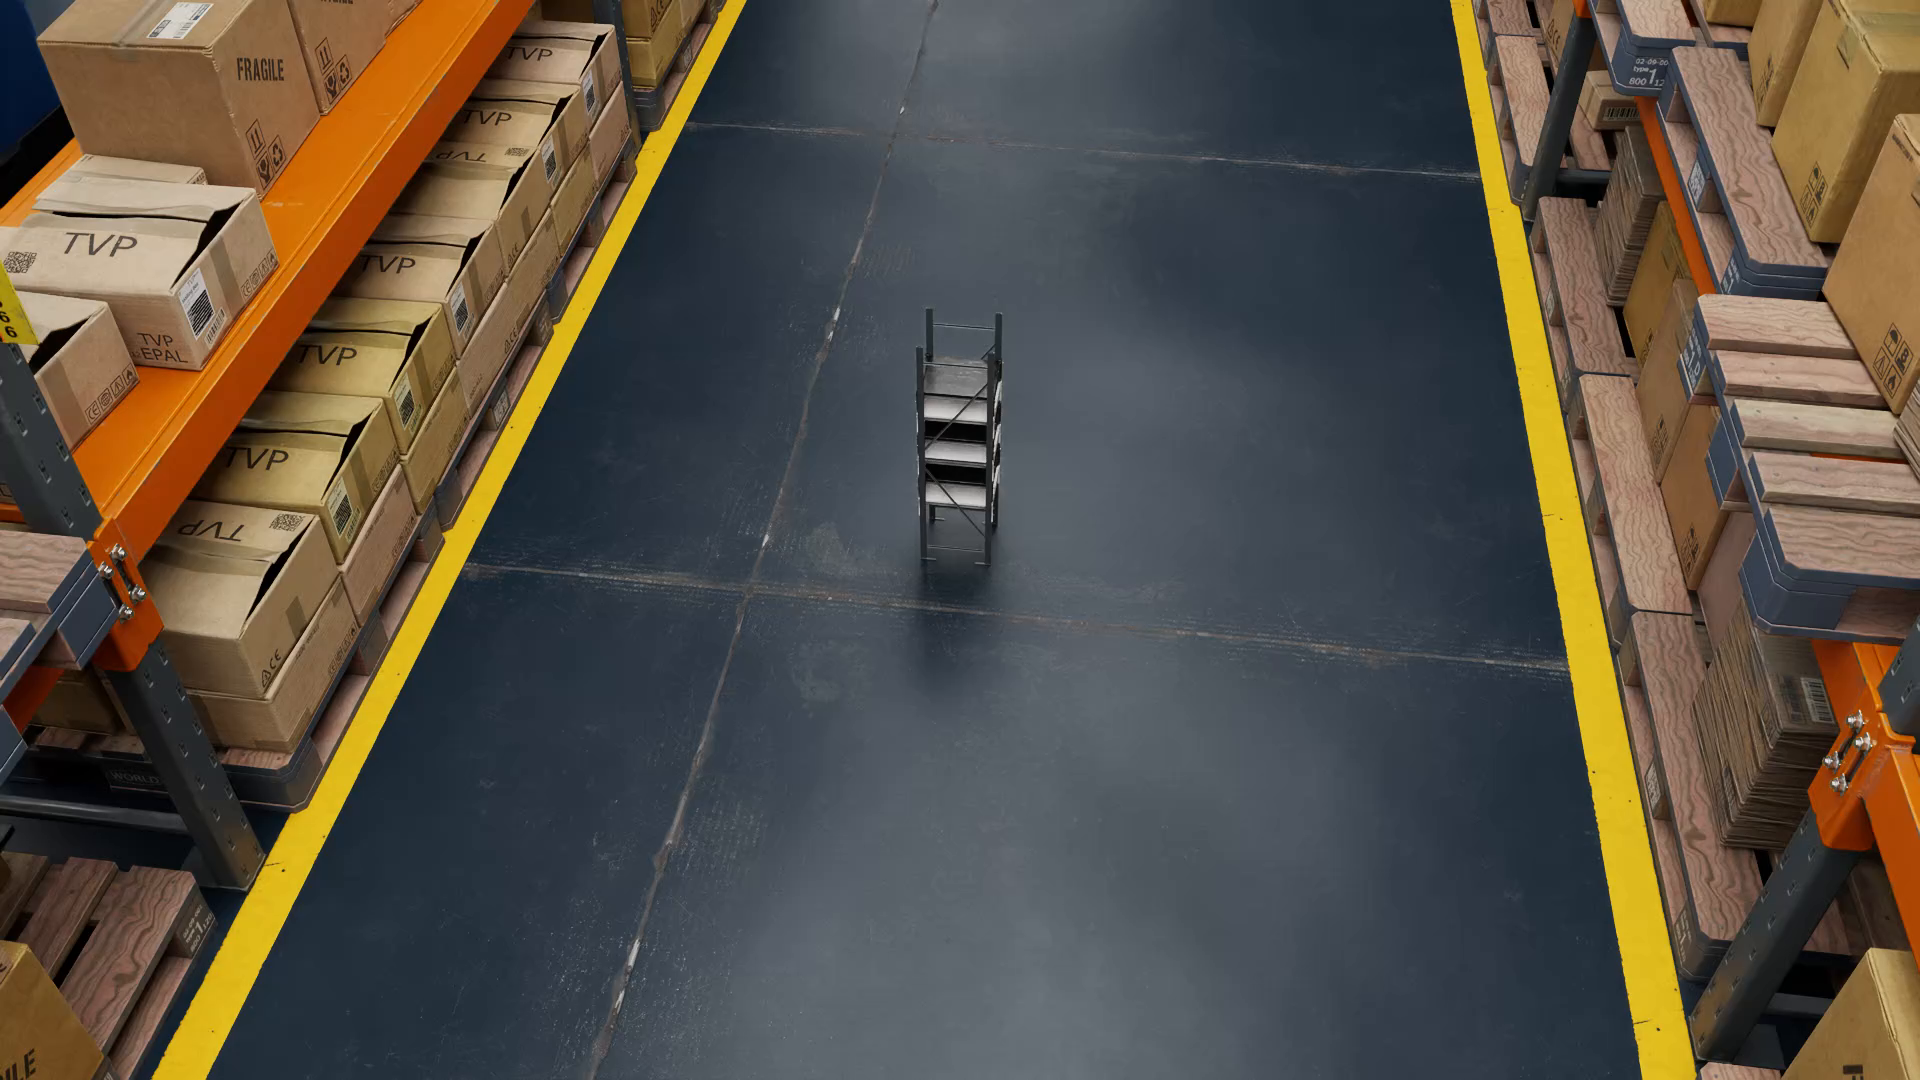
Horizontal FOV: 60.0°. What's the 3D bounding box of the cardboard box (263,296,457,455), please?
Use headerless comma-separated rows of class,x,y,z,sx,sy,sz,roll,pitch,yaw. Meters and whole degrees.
cardboard box,-2.005,-0.573,5.460,0.500,0.311,0.500,4,44,4

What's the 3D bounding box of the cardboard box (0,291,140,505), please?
cardboard box,-2.405,-0.390,4.045,0.500,0.311,0.500,8,44,8

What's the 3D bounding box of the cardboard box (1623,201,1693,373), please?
cardboard box,2.844,-0.849,5.963,0.700,0.500,0.500,4,44,5

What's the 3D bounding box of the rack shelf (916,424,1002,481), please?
rack shelf,-0.001,-0.297,5.458,0.258,0.077,0.200,5,44,6

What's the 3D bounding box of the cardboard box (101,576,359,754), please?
cardboard box,-2.136,0.337,4.907,0.500,0.250,0.500,5,44,5

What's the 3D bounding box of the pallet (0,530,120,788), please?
pallet,-2.516,0.360,3.328,1.213,0.211,1.003,5,44,6

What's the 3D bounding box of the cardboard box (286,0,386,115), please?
cardboard box,-2.221,-1.719,5.311,0.500,0.500,0.500,5,44,6

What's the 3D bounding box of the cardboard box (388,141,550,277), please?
cardboard box,-1.868,-1.265,6.191,0.500,0.311,0.500,5,44,5

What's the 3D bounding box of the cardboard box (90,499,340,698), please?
cardboard box,-2.136,0.134,4.714,0.500,0.311,0.500,7,44,7

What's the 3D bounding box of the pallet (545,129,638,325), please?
pallet,-2.026,-1.386,7.061,1.003,0.211,1.213,5,44,6

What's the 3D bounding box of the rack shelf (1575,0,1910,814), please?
rack shelf,2.679,-0.833,4.971,1.077,0.370,4.000,5,44,6

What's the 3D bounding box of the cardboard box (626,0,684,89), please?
cardboard box,-1.606,-2.347,7.742,0.500,0.250,0.500,5,44,6

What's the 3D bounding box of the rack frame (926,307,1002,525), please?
rack frame,0.012,-0.391,5.508,0.240,0.900,0.006,5,44,6

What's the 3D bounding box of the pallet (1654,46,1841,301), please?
pallet,2.635,-1.014,4.779,1.003,0.211,1.213,5,44,6

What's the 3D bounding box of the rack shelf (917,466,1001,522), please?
rack shelf,-0.001,-0.166,5.581,0.258,0.077,0.200,5,44,6

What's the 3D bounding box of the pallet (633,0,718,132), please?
pallet,-1.821,-2.430,8.163,1.003,0.211,1.213,5,44,6

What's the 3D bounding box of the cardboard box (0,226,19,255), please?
cardboard box,-2.651,-0.725,4.517,0.380,0.149,0.250,5,44,6

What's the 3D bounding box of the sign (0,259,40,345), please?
sign,-1.957,-0.527,3.341,0.100,0.325,0.005,5,44,6

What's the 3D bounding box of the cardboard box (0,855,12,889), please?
cardboard box,-2.840,0.854,4.165,0.500,0.500,0.500,7,44,7

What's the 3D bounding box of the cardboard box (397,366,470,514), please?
cardboard box,-2.008,-0.360,5.643,0.500,0.250,0.500,4,44,4

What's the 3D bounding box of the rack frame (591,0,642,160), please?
rack frame,-1.968,-2.905,6.636,1.000,3.000,0.127,5,44,6

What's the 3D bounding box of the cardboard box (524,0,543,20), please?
cardboard box,-2.123,-2.394,7.792,0.500,0.250,0.500,5,44,6

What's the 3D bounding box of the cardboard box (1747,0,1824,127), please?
cardboard box,2.705,-1.477,4.736,0.700,0.500,0.500,11,45,11

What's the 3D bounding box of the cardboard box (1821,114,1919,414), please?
cardboard box,2.514,-0.631,3.842,0.700,0.500,0.500,1,43,2

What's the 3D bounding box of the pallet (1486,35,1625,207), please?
pallet,2.997,-1.905,7.609,1.003,0.211,1.213,5,44,6

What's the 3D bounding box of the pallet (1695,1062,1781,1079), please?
pallet,2.235,1.812,3.682,1.003,0.211,1.213,5,44,6

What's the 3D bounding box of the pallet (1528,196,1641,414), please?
pallet,2.842,-0.914,6.561,1.003,0.211,1.213,5,44,6

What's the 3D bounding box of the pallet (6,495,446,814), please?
pallet,-2.349,0.277,5.304,1.003,0.211,1.213,5,44,6

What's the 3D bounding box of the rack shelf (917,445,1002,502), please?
rack shelf,-0.001,-0.232,5.520,0.258,0.077,0.200,5,44,6

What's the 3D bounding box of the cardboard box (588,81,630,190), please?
cardboard box,-1.735,-1.750,7.111,0.500,0.250,0.500,5,44,5

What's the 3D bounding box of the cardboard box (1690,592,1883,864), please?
cardboard box,2.458,0.522,4.515,0.700,0.500,0.500,6,44,6

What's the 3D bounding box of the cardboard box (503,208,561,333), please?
cardboard box,-1.871,-1.056,6.378,0.500,0.250,0.500,6,44,6

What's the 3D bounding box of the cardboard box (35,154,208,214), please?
cardboard box,-2.384,-0.961,4.766,0.380,0.149,0.250,8,44,9

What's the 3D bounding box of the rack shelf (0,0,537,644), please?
rack shelf,-2.232,-1.280,5.444,1.077,0.370,4.000,5,44,6

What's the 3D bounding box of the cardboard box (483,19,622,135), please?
cardboard box,-1.737,-1.960,6.925,0.500,0.311,0.500,5,44,6

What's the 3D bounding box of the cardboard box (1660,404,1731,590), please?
cardboard box,2.679,-0.160,5.235,0.700,0.500,0.500,5,44,5

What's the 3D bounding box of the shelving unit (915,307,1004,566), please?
shelving unit,-0.001,-0.321,5.435,0.258,0.900,0.210,5,44,6

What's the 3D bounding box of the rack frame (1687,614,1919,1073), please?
rack frame,2.414,0.269,3.284,1.000,3.000,0.127,5,44,6

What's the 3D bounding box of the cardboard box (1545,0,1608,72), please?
cardboard box,3.041,-2.420,7.622,0.500,0.500,0.500,2,43,2

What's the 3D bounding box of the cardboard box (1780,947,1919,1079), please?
cardboard box,2.187,1.387,3.362,0.750,0.750,0.750,5,44,5

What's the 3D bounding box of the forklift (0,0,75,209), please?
forklift,-4.722,-1.874,5.597,1.130,2.935,3.031,7,44,7
